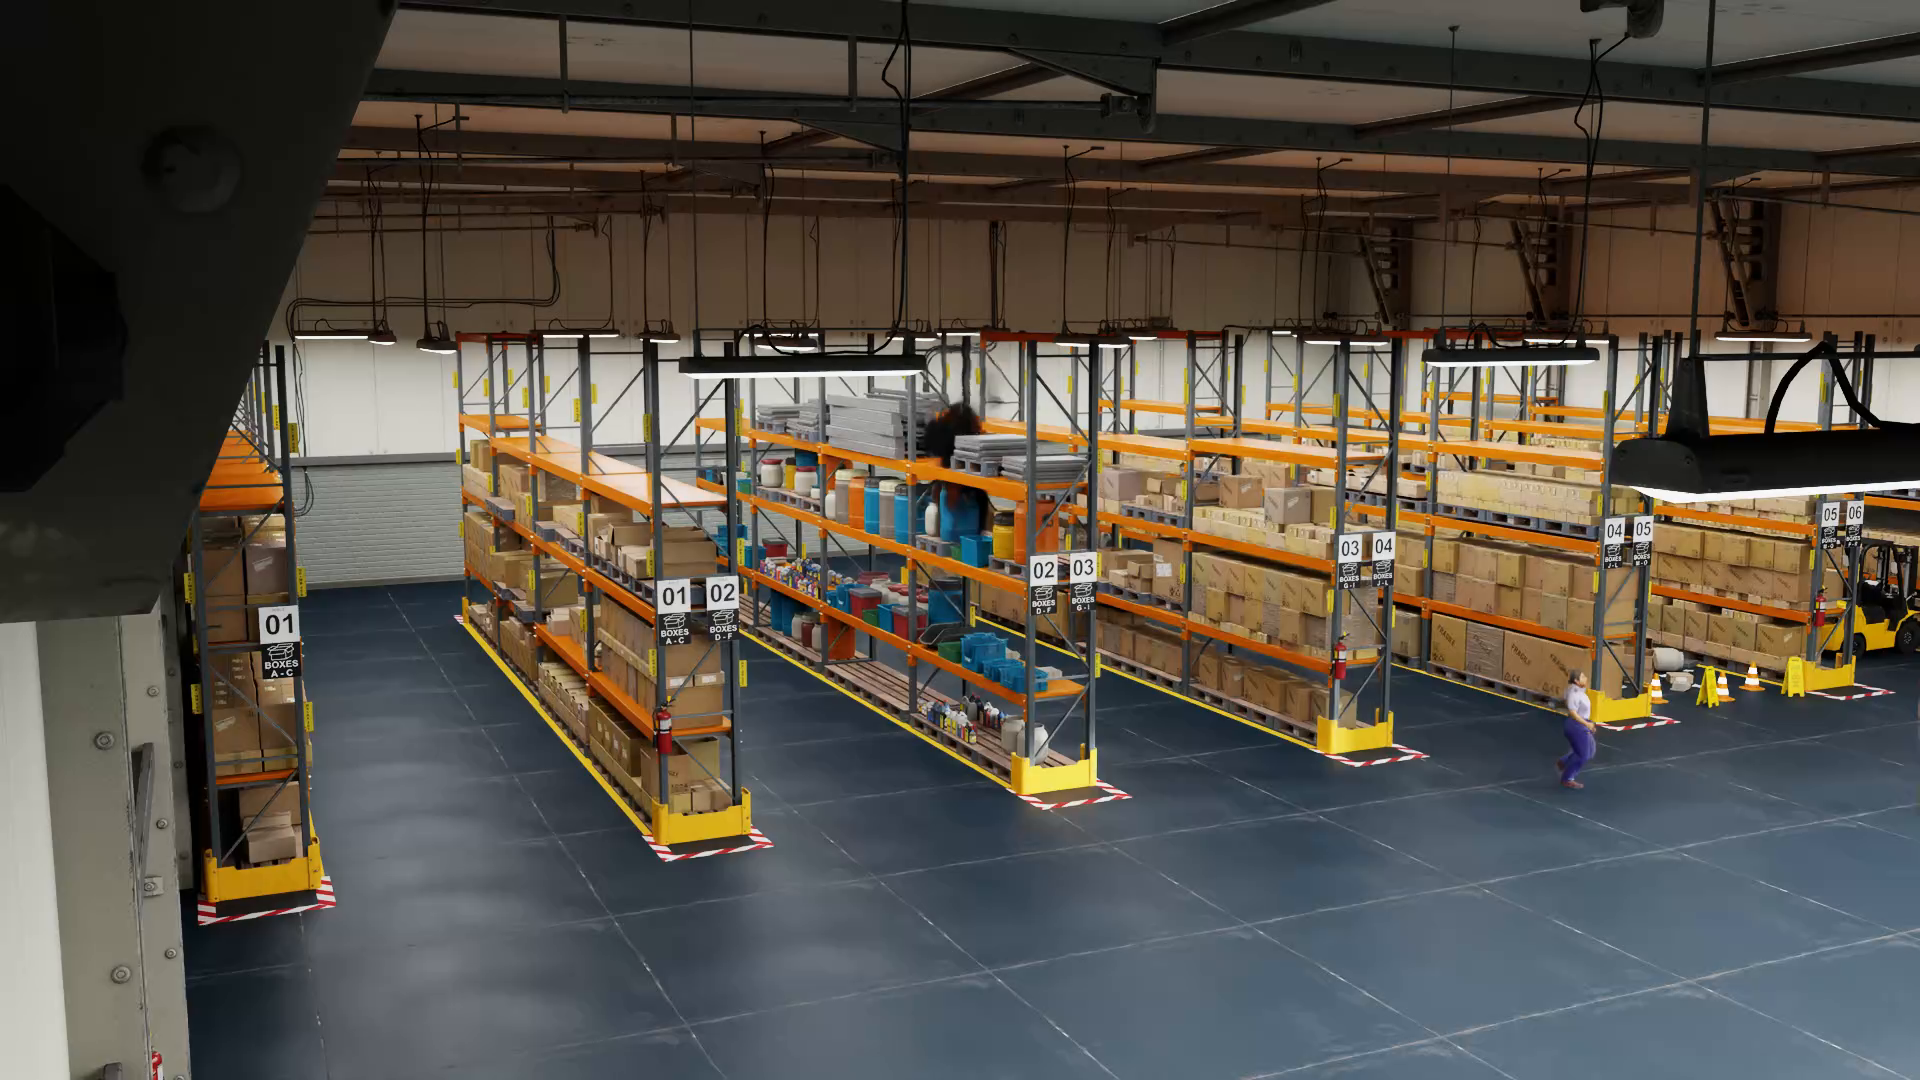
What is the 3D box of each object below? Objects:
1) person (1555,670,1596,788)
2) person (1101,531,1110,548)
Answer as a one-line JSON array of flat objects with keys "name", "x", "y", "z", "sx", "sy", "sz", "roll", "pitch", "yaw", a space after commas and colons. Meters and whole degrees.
[{"name": "person", "x": 8.314, "y": 2.535, "z": 22.413, "sx": 0.517, "sy": 1.613, "sz": 0.611, "roll": 3, "pitch": 8, "yaw": 18}, {"name": "person", "x": 3.539, "y": -0.104, "z": 41.920, "sx": 0.518, "sy": 1.634, "sz": 0.626, "roll": -4, "pitch": 9, "yaw": -30}]
